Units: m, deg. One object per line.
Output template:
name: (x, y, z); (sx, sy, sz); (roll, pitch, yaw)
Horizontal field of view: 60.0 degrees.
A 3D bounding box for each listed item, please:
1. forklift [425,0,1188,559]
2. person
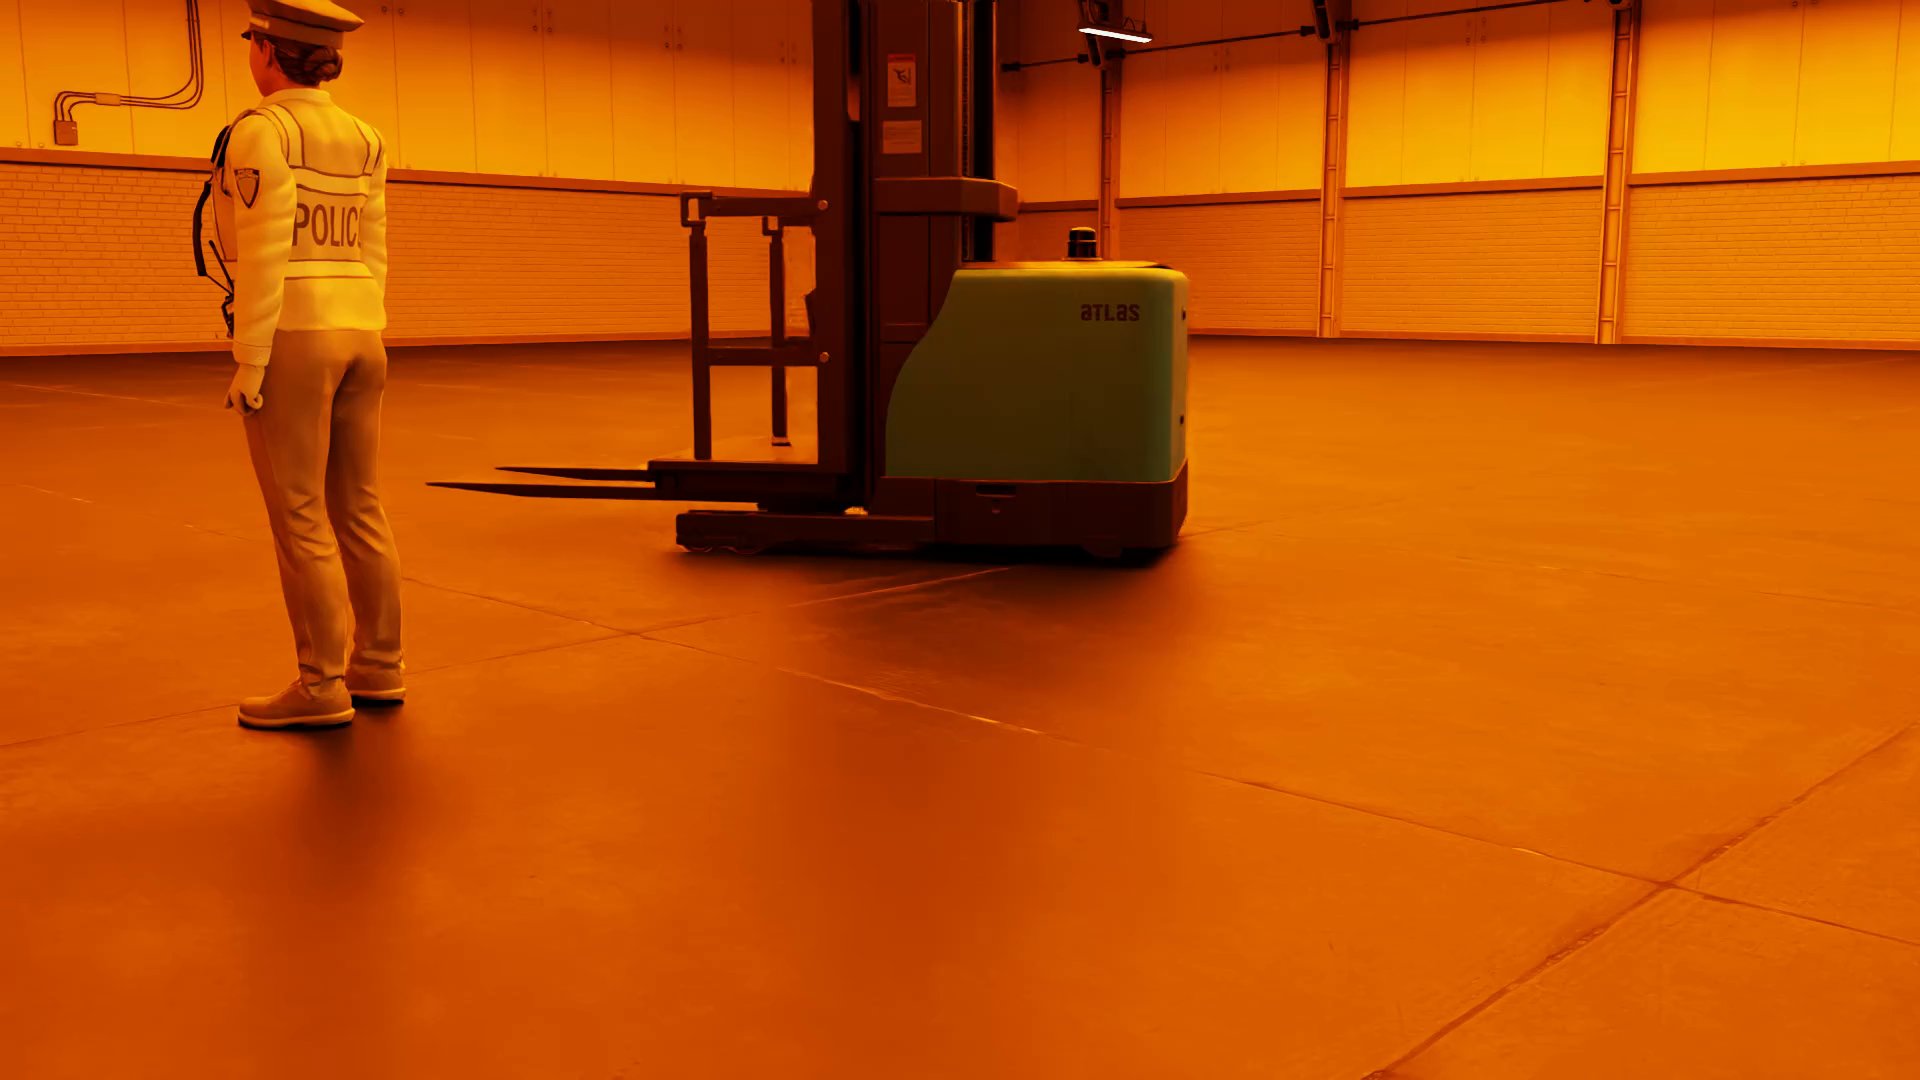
forklift: (-0.624, -1.464, 6.600); (3.031, 2.935, 1.130); (2, 9, 11)
person: (-1.516, -0.421, 3.853); (0.334, 1.691, 0.466); (3, 9, 19)
